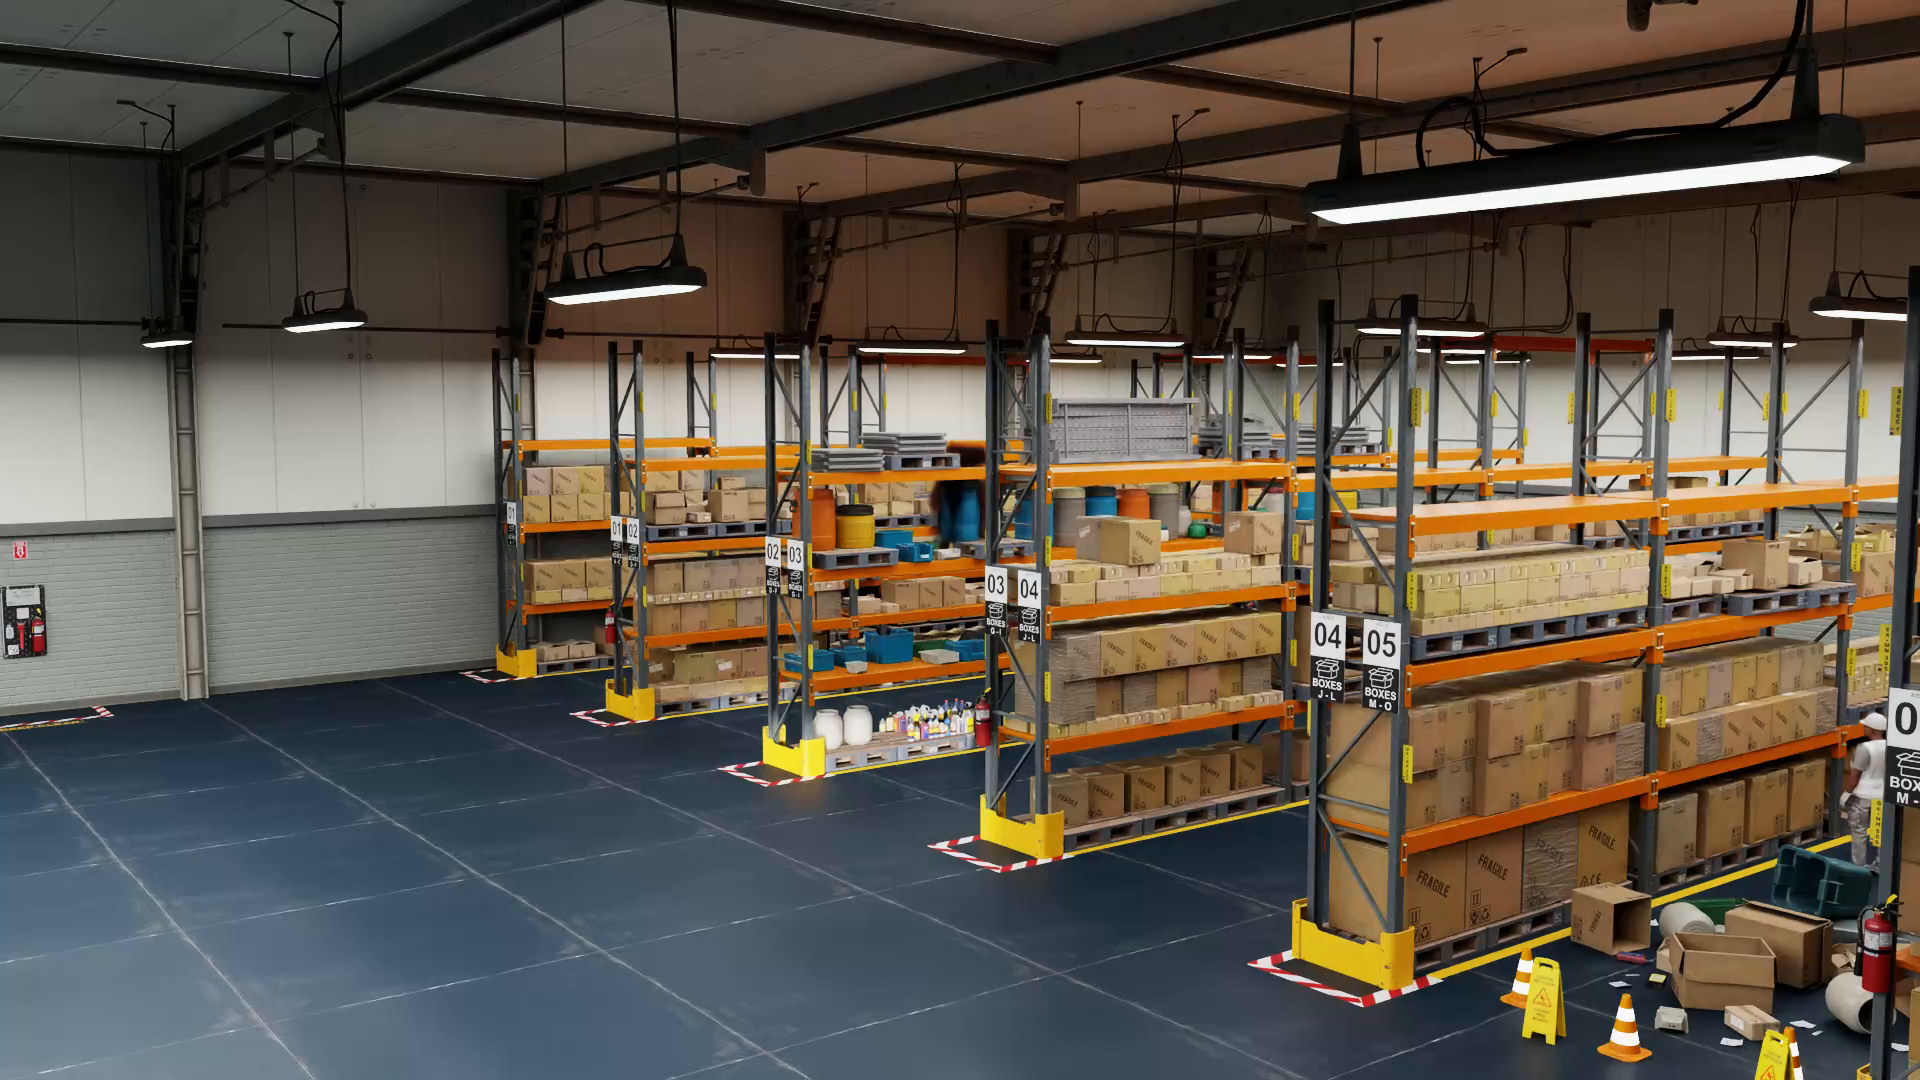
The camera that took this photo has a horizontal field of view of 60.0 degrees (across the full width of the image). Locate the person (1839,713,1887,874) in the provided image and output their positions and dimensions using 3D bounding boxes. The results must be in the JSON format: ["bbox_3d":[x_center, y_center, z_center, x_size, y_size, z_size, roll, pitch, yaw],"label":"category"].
[{"bbox_3d":[9.679,2.721,17.754,0.622,1.791,0.533,0,5,-3],"label":"person"}]
